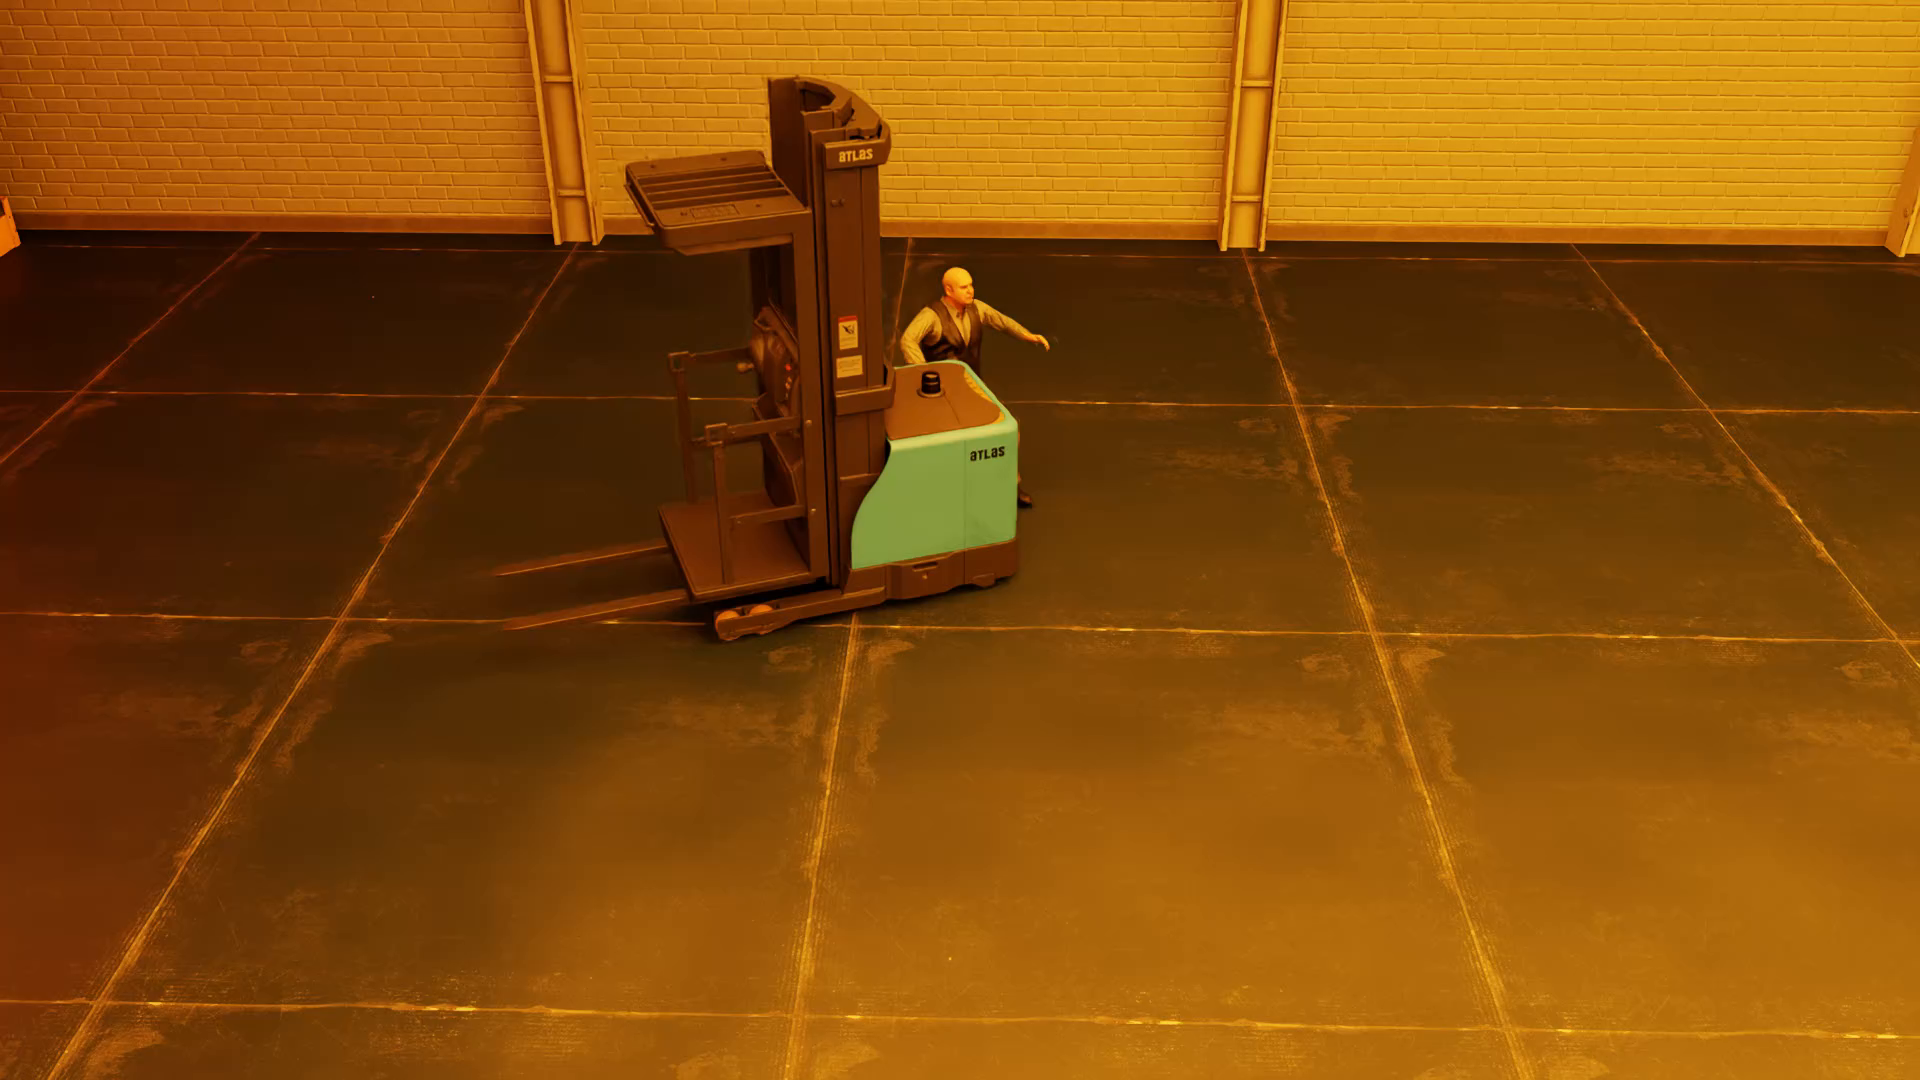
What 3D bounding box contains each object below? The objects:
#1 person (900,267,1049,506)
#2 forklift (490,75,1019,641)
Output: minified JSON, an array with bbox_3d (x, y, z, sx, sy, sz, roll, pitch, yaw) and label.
[{"bbox_3d":[0.116,-0.971,10.694,0.872,1.487,0.940,22,37,33],"label":"person"},{"bbox_3d":[-1.222,-0.989,9.292,3.031,2.935,1.130,-10,32,-17],"label":"forklift"}]
